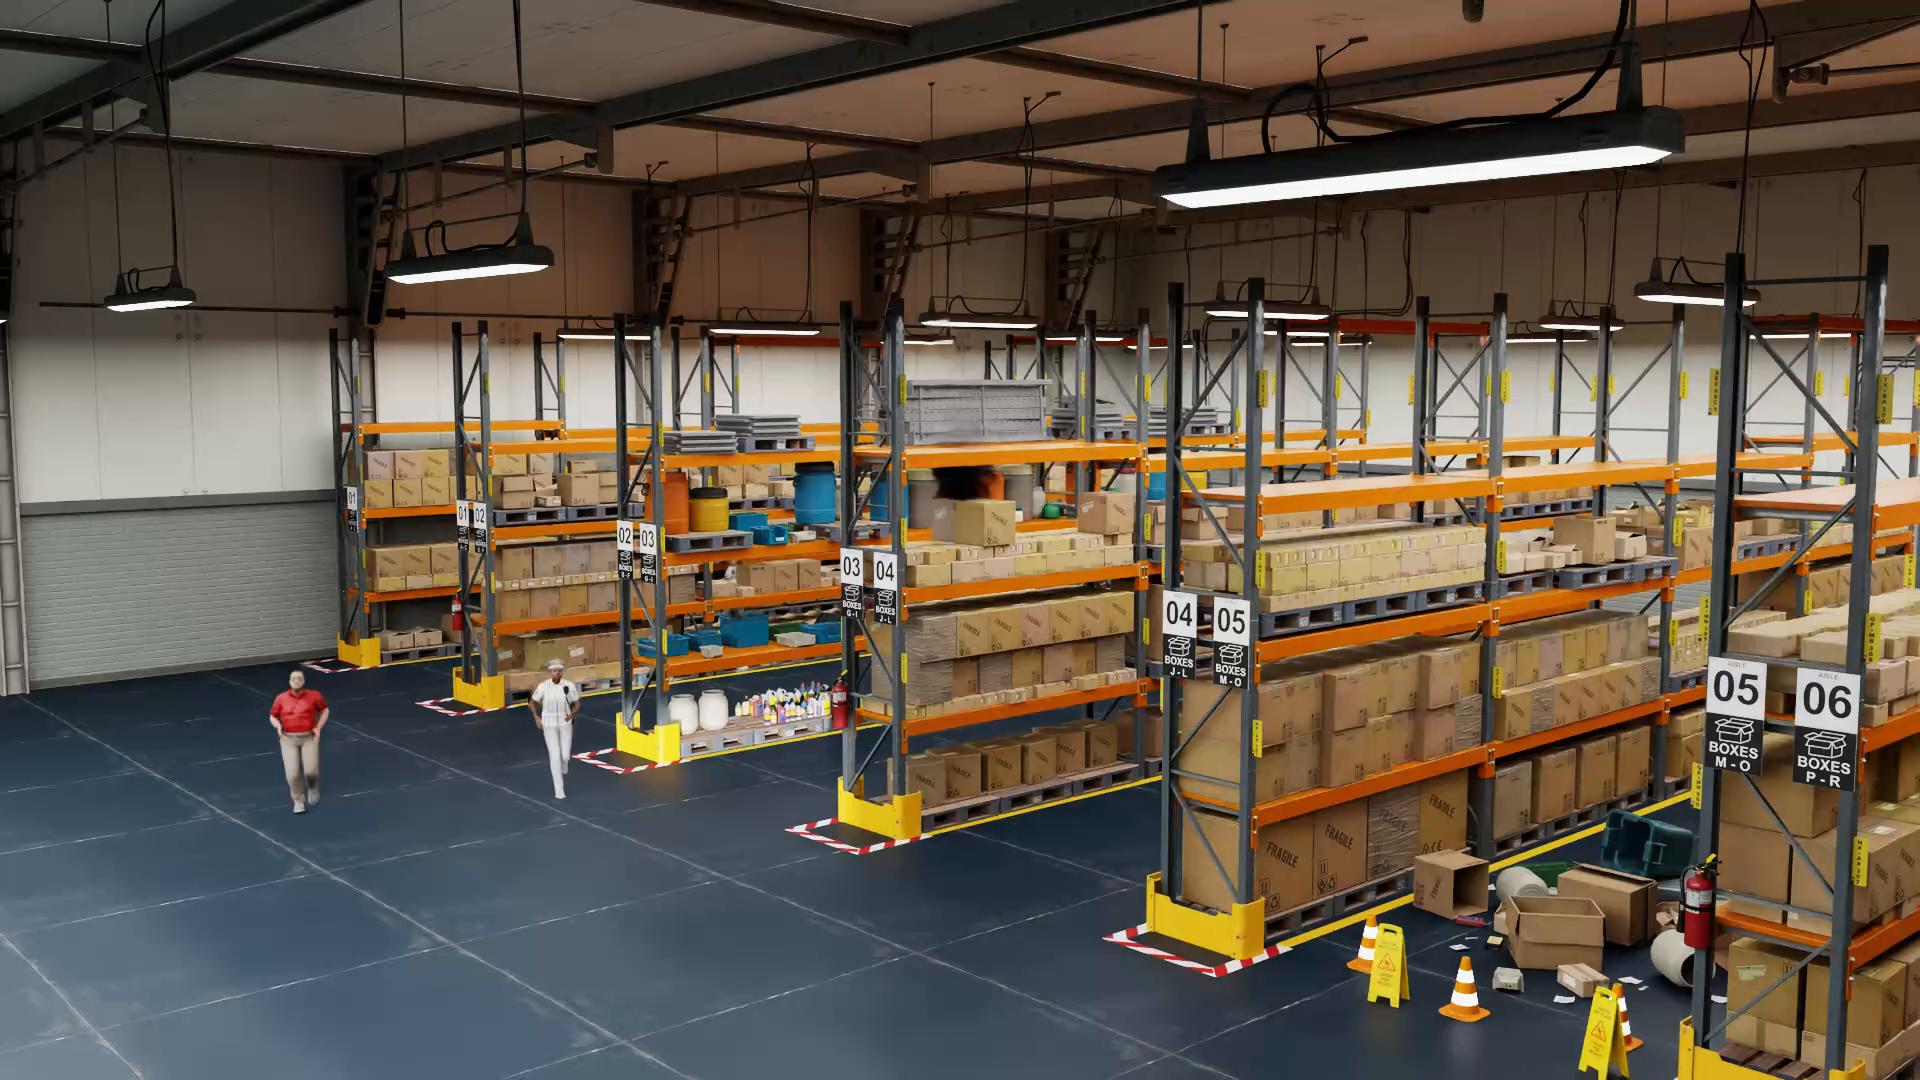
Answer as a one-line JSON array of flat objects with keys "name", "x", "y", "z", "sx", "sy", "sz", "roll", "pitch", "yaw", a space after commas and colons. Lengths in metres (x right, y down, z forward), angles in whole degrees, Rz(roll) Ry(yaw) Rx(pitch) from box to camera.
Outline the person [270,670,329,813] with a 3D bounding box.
[{"name": "person", "x": -7.821, "y": 2.386, "z": 19.694, "sx": 0.657, "sy": 1.670, "sz": 0.617, "roll": -2, "pitch": 6, "yaw": -18}]

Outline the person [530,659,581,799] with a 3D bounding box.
[{"name": "person", "x": -5.007, "y": 2.315, "z": 20.628, "sx": 0.602, "sy": 1.714, "sz": 0.768, "roll": -2, "pitch": 6, "yaw": -19}]

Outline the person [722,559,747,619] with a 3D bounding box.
[{"name": "person", "x": -4.419, "y": 1.078, "z": 32.626, "sx": 0.604, "sy": 1.705, "sz": 0.914, "roll": 5, "pitch": 7, "yaw": 40}]
